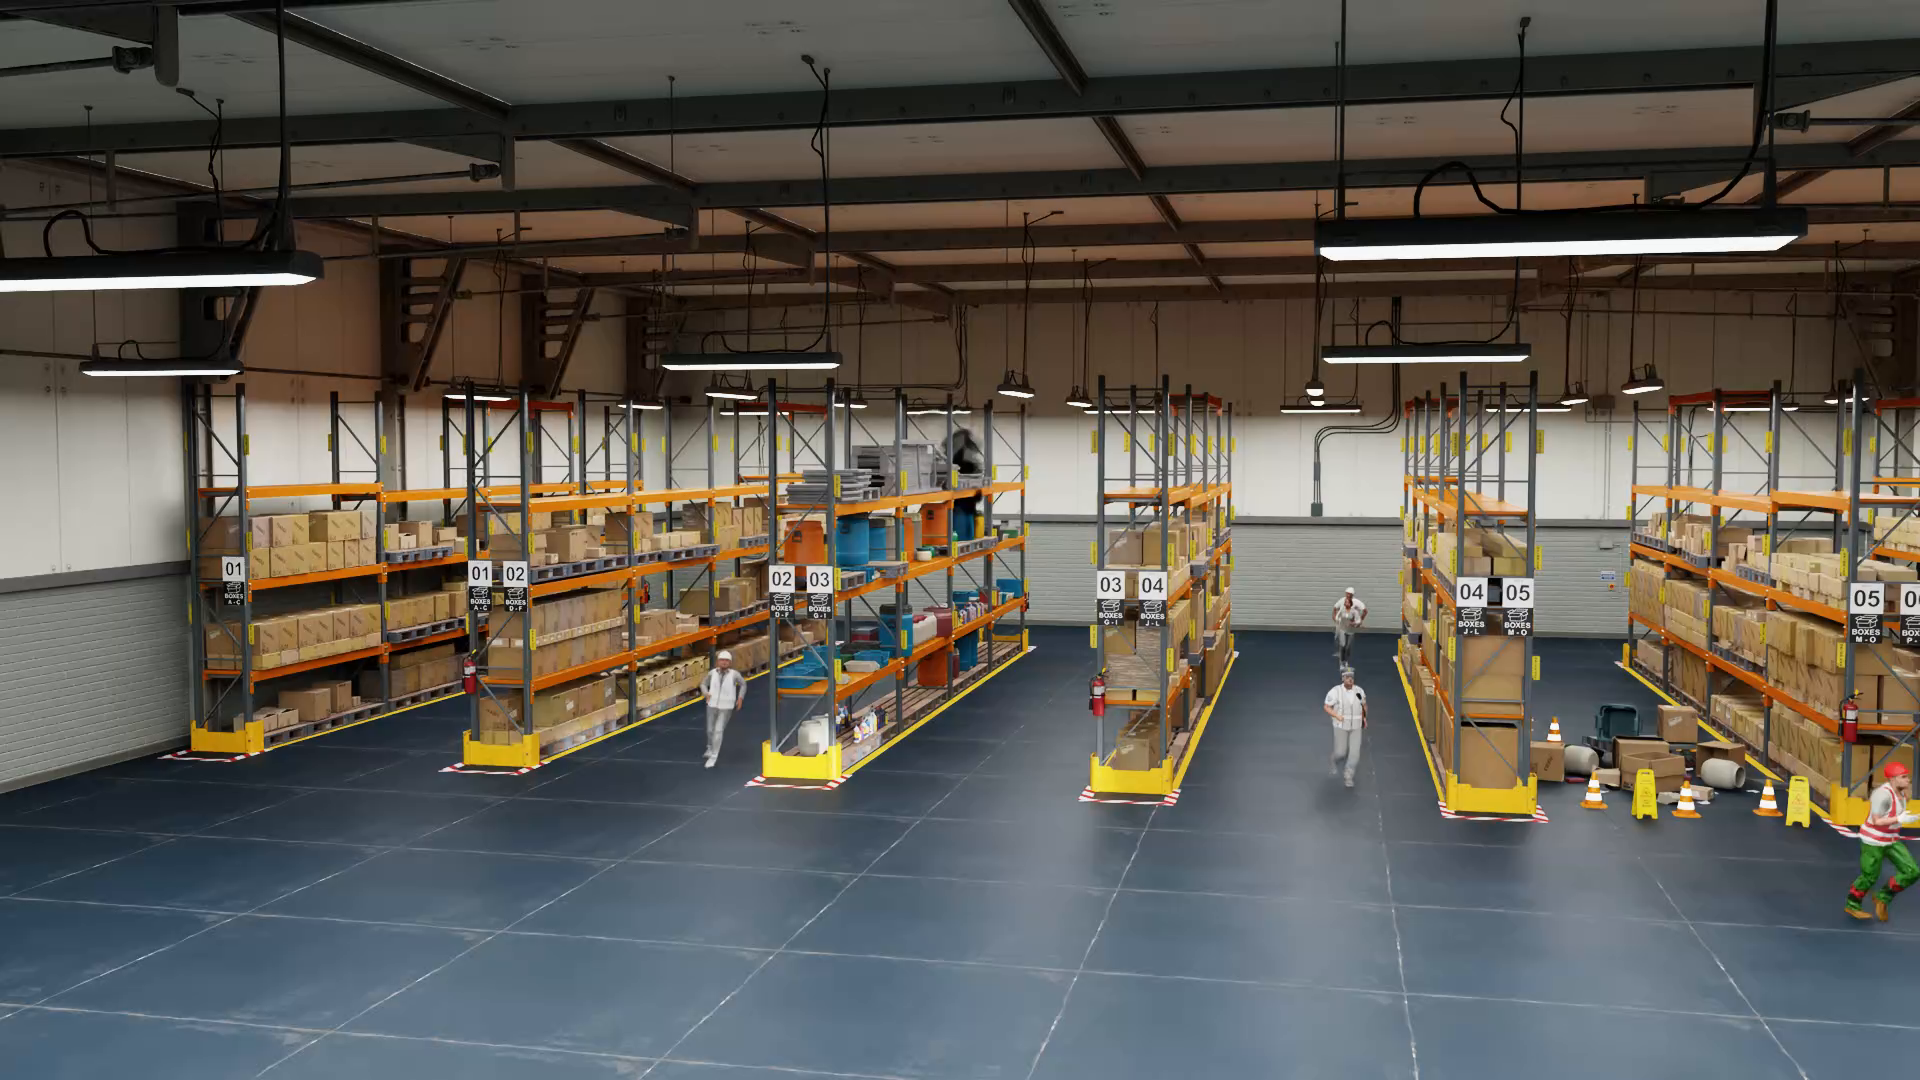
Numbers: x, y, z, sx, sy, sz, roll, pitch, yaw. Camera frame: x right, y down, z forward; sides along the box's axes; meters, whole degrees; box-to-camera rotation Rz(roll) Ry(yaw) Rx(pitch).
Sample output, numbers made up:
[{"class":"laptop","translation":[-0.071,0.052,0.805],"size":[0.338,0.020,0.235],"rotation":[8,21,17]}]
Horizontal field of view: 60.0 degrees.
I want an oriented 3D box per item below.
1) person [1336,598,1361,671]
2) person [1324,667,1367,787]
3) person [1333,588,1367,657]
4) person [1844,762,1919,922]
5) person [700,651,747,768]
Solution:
[{"class":"person","translation":[8.598,2.094,36.826],"size":[0.557,1.644,0.662],"rotation":[1,3,16]},{"class":"person","translation":[5.697,2.728,24.495],"size":[0.664,1.742,0.678],"rotation":[0,3,-5]},{"class":"person","translation":[9.086,1.943,39.063],"size":[0.573,1.661,0.807],"rotation":[-3,4,-43]},{"class":"person","translation":[9.539,3.121,17.244],"size":[0.628,1.716,0.730],"rotation":[-2,4,-27]},{"class":"person","translation":[-3.758,2.636,26.115],"size":[0.727,1.785,0.845],"rotation":[0,3,8]}]
